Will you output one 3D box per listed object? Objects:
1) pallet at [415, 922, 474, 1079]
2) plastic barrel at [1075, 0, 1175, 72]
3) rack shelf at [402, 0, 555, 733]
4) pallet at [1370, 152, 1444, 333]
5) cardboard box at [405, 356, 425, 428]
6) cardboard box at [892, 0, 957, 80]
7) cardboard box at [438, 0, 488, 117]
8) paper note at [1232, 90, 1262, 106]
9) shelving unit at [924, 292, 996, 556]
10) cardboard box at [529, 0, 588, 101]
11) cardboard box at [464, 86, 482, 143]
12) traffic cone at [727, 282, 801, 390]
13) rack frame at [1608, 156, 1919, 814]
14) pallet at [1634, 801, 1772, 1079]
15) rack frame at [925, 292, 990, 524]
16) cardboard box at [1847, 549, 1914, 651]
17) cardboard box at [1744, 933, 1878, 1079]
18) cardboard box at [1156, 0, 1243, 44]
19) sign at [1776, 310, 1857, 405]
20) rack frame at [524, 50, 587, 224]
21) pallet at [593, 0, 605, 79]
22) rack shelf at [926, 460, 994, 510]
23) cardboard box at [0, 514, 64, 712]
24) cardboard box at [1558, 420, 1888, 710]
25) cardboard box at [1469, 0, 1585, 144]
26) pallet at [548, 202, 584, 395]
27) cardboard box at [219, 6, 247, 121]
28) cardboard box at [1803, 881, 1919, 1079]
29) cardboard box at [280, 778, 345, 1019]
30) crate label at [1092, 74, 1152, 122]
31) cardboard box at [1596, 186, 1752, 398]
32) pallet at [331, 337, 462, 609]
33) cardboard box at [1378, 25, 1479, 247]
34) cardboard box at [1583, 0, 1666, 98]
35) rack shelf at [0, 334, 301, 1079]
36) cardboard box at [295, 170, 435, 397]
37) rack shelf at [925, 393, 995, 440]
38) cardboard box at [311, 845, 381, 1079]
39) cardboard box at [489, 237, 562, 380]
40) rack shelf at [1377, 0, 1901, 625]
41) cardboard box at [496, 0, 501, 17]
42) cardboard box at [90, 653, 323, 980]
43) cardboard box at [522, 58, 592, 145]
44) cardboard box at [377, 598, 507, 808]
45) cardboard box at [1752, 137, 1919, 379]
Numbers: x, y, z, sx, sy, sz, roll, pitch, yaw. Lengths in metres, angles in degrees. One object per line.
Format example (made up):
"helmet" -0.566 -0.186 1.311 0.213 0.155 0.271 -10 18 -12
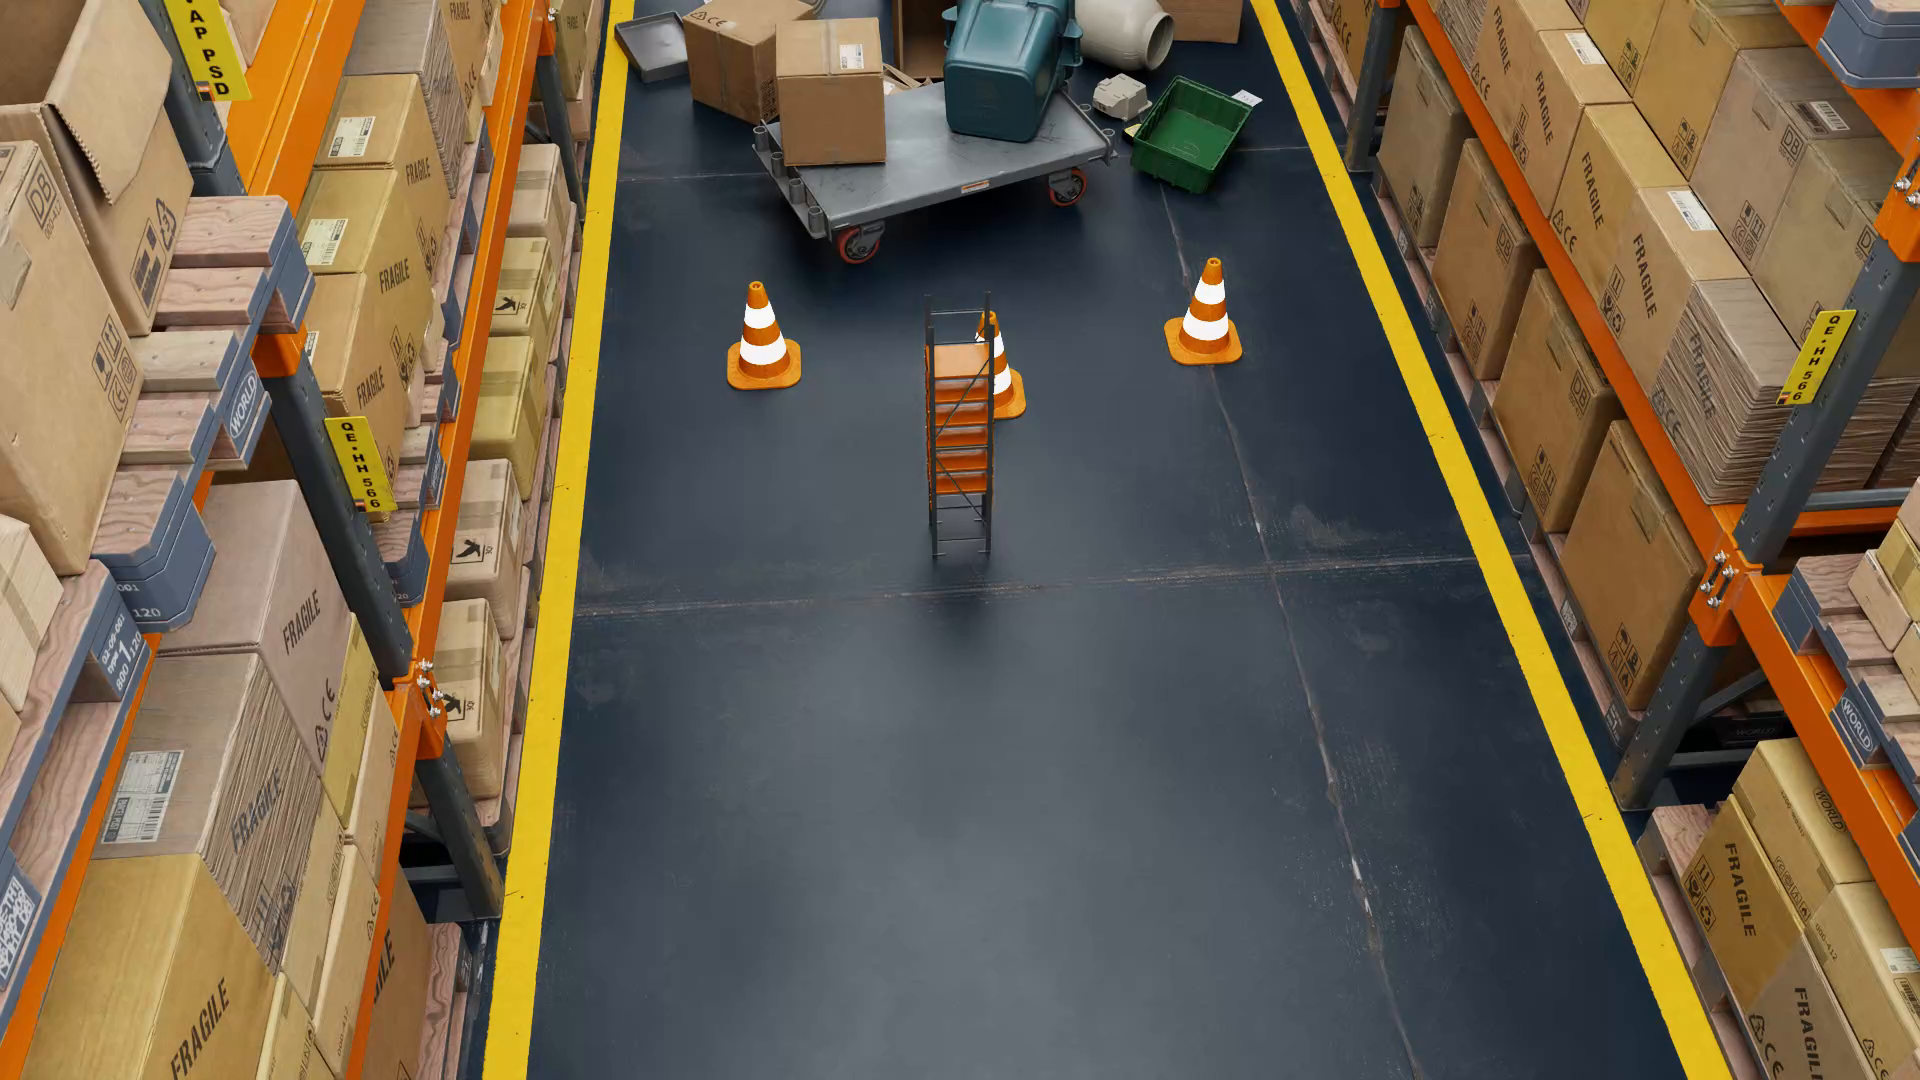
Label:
"pallet" -2.073 1.781 5.055 1.003 0.211 1.213 -3 47 -3
"plastic barrel" 0.902 -2.863 9.306 0.512 0.421 0.421 27 52 23
"rack shelf" -2.231 -0.953 6.219 1.077 0.370 4.000 -3 47 -3
"pallet" 2.665 -1.509 8.170 1.003 0.211 1.213 -3 47 -3
"cardboard box" -1.873 -0.465 5.145 0.380 0.149 0.250 -6 47 -6
"cardboard box" 0.023 -2.937 9.228 0.797 0.637 0.503 -3 47 -3
"cardboard box" -2.051 -1.876 6.034 0.500 0.500 0.500 -2 47 -2
"paper note" 1.567 -2.432 9.168 0.147 0.020 0.142 -36 56 -29
"shelving unit" -0.001 -0.423 6.461 0.258 1.200 0.189 -3 47 -3
"cardboard box" -2.179 -2.547 8.321 0.500 0.500 0.500 -1 47 -1
"cardboard box" -2.009 -1.611 6.230 0.380 0.149 0.250 -4 47 -3
"traffic cone" -0.900 -0.963 7.480 0.336 0.463 0.334 -3 47 -3
"rack frame" 2.861 -0.127 4.941 1.000 3.000 0.127 -3 47 -3
"pallet" 2.925 1.397 5.418 1.003 0.211 1.213 -3 47 -3
"rack frame" -0.009 -0.489 6.523 0.240 1.200 0.006 -3 47 -3
"cardboard box" 2.697 0.151 4.562 0.380 0.149 0.250 -4 47 -4
"cardboard box" 2.711 1.479 4.853 0.500 0.500 0.500 -3 47 -3
"cardboard box" 1.373 -3.223 9.593 0.500 0.500 0.500 4 47 4
"sign" 2.308 -0.489 4.487 0.100 0.325 0.005 -3 47 -3
"rack frame" -2.398 -2.647 7.328 1.000 3.000 0.127 -3 47 -3
"pallet" -2.595 -3.057 9.636 1.003 0.211 1.213 -3 47 -3
"rack shelf" -0.001 -0.227 6.667 0.258 0.103 0.180 -3 47 -3
"cardboard box" -1.600 0.092 2.471 0.396 0.266 0.258 -5 47 -4
"cardboard box" 2.899 0.056 6.028 1.050 0.750 0.750 -4 47 -4
"cardboard box" 2.384 -1.932 6.581 0.500 0.500 0.500 -4 47 -4
"pallet" -2.332 -1.125 7.807 1.003 0.211 1.213 -3 47 -3
"cardboard box" -1.942 -1.162 3.947 0.396 0.266 0.258 -3 47 -3
"cardboard box" 2.720 1.210 4.590 0.500 0.250 0.500 -4 47 -4
"cardboard box" -1.723 0.832 3.792 0.500 0.250 0.500 -5 47 -4
"crate label" 0.873 -2.423 9.087 0.298 0.136 0.250 -36 56 -29
"cardboard box" 2.515 -0.832 5.540 0.500 0.500 0.500 -3 47 -3
"pallet" -2.229 -0.197 5.139 1.213 0.211 1.003 -3 47 -3
"cardboard box" 2.667 -1.949 7.926 1.050 0.750 0.750 -4 47 -3
"cardboard box" 2.701 -1.938 5.898 0.700 0.500 0.500 -4 47 -4
"rack shelf" -1.896 0.910 2.389 1.077 0.370 4.000 -3 47 -3
"cardboard box" -1.921 -0.751 4.969 0.500 0.500 0.500 -1 47 -1
"rack shelf" -0.001 -0.475 6.406 0.258 0.103 0.180 -3 47 -3
"cardboard box" -1.704 1.017 3.961 0.500 0.250 0.500 -3 47 -3
"cardboard box" -2.289 -0.989 7.278 0.950 0.372 0.625 -1 47 -1
"rack shelf" 2.693 -1.327 6.573 1.077 0.370 4.000 -3 47 -3
"cardboard box" -2.076 -2.158 6.748 0.380 0.149 0.250 -5 47 -4
"cardboard box" -1.709 0.597 3.497 0.500 0.500 0.500 -3 47 -3
"cardboard box" -2.179 -2.290 8.594 0.500 0.250 0.500 -5 47 -5
"cardboard box" -2.101 0.596 5.776 0.950 0.372 0.625 -6 47 -6
"cardboard box" 2.833 -0.831 4.850 0.700 0.500 0.500 -4 47 -4
